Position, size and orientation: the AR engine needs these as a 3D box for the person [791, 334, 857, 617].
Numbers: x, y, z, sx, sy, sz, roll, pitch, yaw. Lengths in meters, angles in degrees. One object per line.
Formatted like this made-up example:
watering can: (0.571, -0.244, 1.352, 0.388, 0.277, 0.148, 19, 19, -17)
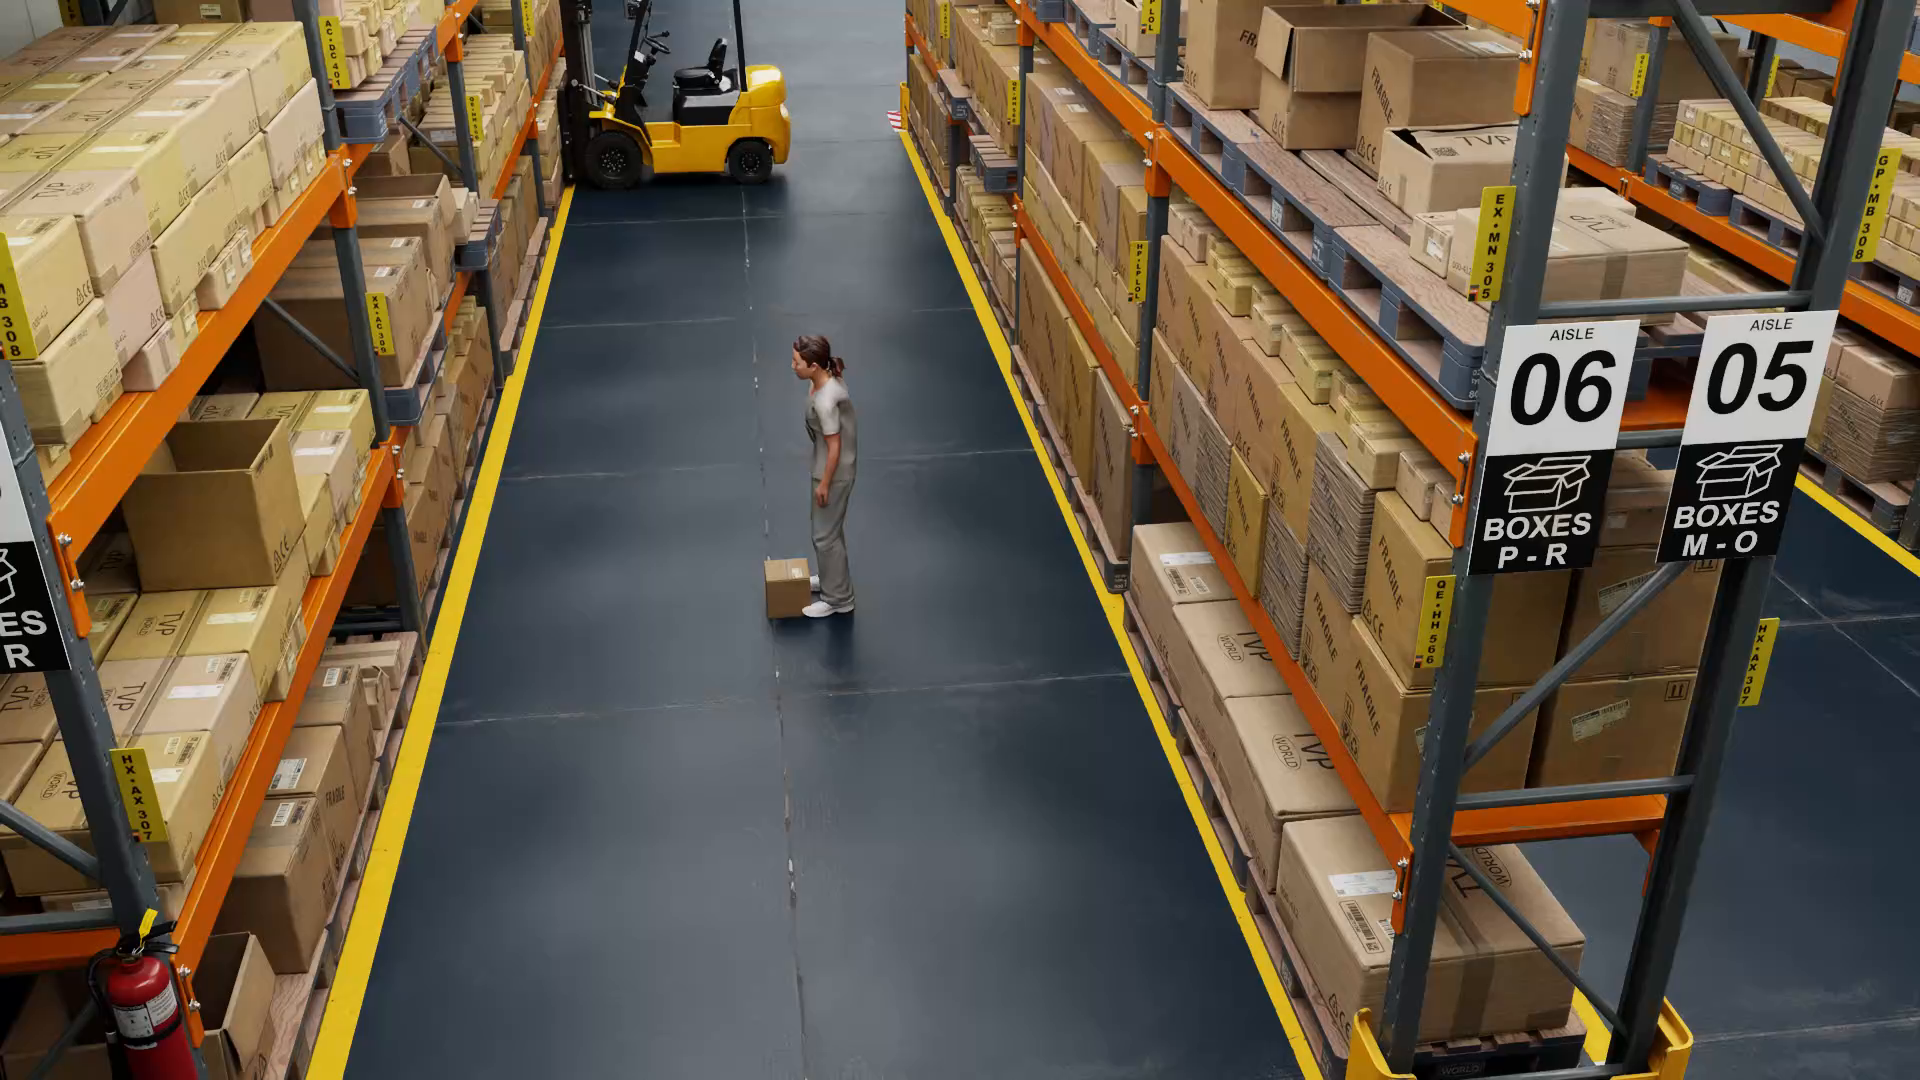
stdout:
person: (-0.754, -0.375, 9.347, 0.359, 1.673, 0.485, -4, 27, -7)
